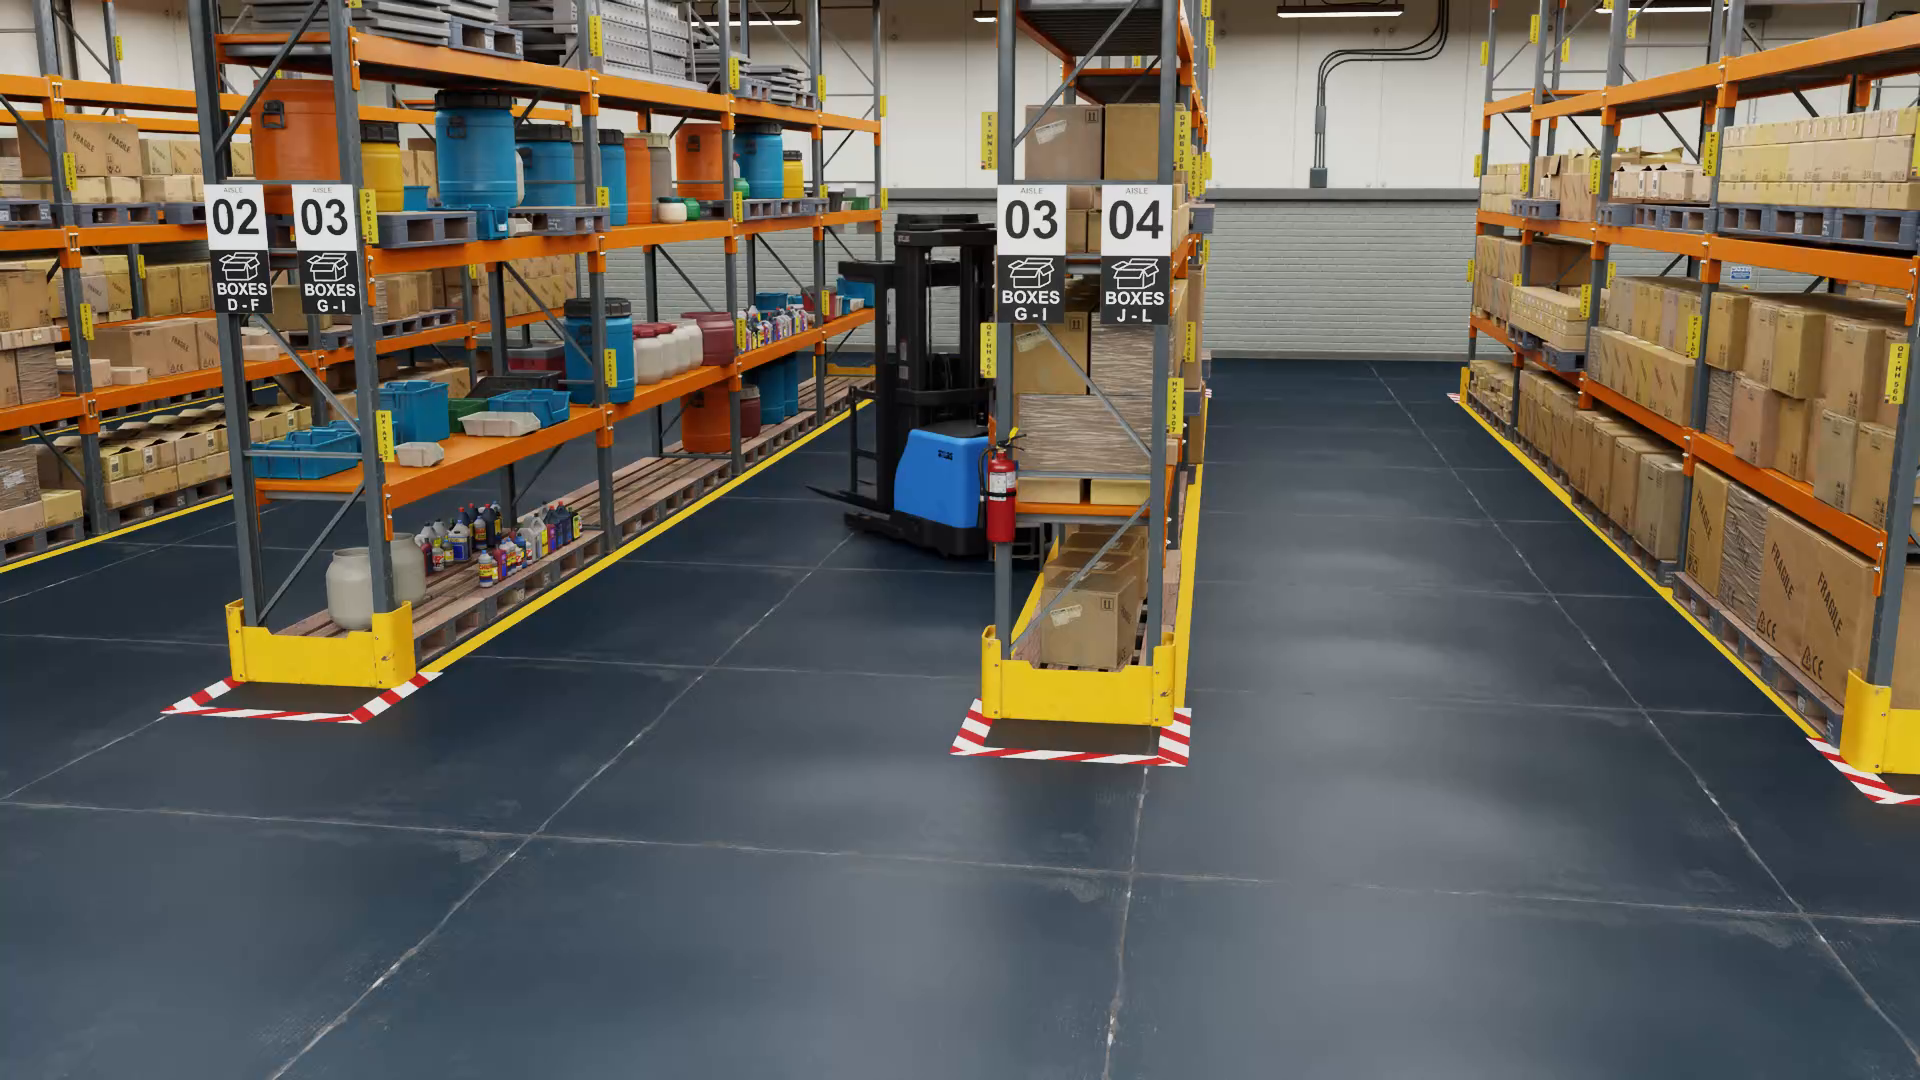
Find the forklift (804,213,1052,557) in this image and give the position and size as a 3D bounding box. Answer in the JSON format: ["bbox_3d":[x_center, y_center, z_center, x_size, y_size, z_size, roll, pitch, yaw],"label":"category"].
[{"bbox_3d":[-0.435,-1.546,15.468,1.130,2.935,3.031,-8,15,-34],"label":"forklift"}]

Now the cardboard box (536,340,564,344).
[{"bbox_3d":[-6.450,-2.902,26.486,0.500,0.500,0.500,2,12,9],"label":"cardboard box"}]

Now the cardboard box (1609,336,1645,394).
[{"bbox_3d":[6.343,-1.615,15.386,0.500,0.500,0.500,2,12,9],"label":"cardboard box"}]

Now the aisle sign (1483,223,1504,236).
[{"bbox_3d":[7.778,-4.823,24.337,0.394,0.787,0.004,2,12,9],"label":"aisle sign"}]

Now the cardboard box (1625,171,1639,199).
[{"bbox_3d":[6.427,-3.261,15.263,0.500,0.250,0.500,2,12,10],"label":"cardboard box"}]

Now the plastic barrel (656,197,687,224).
[{"bbox_3d":[-2.912,-3.330,16.791,0.301,0.262,0.301,0,12,0],"label":"plastic barrel"}]

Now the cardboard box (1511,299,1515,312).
[{"bbox_3d":[6.933,-2.855,20.271,0.380,0.149,0.250,2,12,10],"label":"cardboard box"}]

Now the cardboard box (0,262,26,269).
[{"bbox_3d":[-12.256,-3.398,21.125,0.500,0.250,0.500,2,12,9],"label":"cardboard box"}]

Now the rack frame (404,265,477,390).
[{"bbox_3d":[-7.225,-3.198,22.968,1.000,3.000,0.127,2,12,9],"label":"rack frame"}]

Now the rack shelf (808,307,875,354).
[{"bbox_3d":[-2.024,-3.101,24.227,1.077,0.370,4.000,2,12,9],"label":"rack shelf"}]

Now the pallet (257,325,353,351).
[{"bbox_3d":[-7.806,-2.415,19.790,1.213,0.211,1.003,2,12,9],"label":"pallet"}]

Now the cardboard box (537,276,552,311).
[{"bbox_3d":[-6.569,-3.765,25.365,0.500,0.500,0.500,2,12,9],"label":"cardboard box"}]

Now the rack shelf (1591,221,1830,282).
[{"bbox_3d":[6.525,-2.560,14.596,1.077,0.370,4.000,2,12,9],"label":"rack shelf"}]

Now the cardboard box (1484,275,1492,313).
[{"bbox_3d":[7.576,-3.423,23.069,0.500,0.500,0.500,2,12,9],"label":"cardboard box"}]

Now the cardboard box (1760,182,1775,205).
[{"bbox_3d":[5.671,-2.350,11.276,0.380,0.149,0.250,2,12,8],"label":"cardboard box"}]

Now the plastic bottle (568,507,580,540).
[{"bbox_3d":[-3.310,-0.147,14.218,0.061,0.283,0.133,3,12,11],"label":"plastic bottle"}]

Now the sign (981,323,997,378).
[{"bbox_3d":[0.172,-1.121,9.831,0.100,0.325,0.005,2,12,9],"label":"sign"}]

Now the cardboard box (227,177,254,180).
[{"bbox_3d":[-7.918,-3.757,17.804,0.500,0.250,0.500,2,12,10],"label":"cardboard box"}]

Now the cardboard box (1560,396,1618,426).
[{"bbox_3d":[6.679,-1.362,17.608,0.500,0.250,0.500,2,12,7],"label":"cardboard box"}]

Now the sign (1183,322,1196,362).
[{"bbox_3d":[1.869,-1.618,13.582,0.100,0.325,0.005,2,12,9],"label":"sign"}]

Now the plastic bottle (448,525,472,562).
[{"bbox_3d":[-4.040,0.027,13.424,0.152,0.276,0.135,2,12,9],"label":"plastic bottle"}]

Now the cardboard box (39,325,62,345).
[{"bbox_3d":[-8.286,-1.835,14.867,0.380,0.149,0.250,2,12,9],"label":"cardboard box"}]

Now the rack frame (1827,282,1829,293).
[{"bbox_3d":[12.970,-3.388,23.849,1.000,3.000,0.127,2,12,9],"label":"rack frame"}]

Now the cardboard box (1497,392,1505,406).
[{"bbox_3d":[7.235,-1.840,21.733,0.380,0.149,0.250,1,12,7],"label":"cardboard box"}]

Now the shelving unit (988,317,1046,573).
[{"bbox_3d":[0.476,-0.797,13.966,0.431,2.100,0.503,-1,12,-6],"label":"shelving unit"}]

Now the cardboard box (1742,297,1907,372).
[{"bbox_3d":[6.157,-1.436,11.875,0.875,0.550,0.550,2,12,9],"label":"cardboard box"}]

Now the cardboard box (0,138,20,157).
[{"bbox_3d":[-12.456,-5.160,21.891,0.500,0.250,0.500,1,12,7],"label":"cardboard box"}]

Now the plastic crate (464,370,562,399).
[{"bbox_3d":[-3.768,-1.236,14.012,0.767,0.338,0.504,2,12,9],"label":"plastic crate"}]

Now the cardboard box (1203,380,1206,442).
[{"bbox_3d":[2.219,-1.538,19.314,1.225,0.875,0.875,2,12,9],"label":"cardboard box"}]

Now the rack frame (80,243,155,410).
[{"bbox_3d":[-12.121,-3.357,23.709,1.000,3.000,0.127,2,12,9],"label":"rack frame"}]

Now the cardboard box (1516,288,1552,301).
[{"bbox_3d":[6.896,-2.942,19.969,0.380,0.149,0.250,2,12,10],"label":"cardboard box"}]

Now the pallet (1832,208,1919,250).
[{"bbox_3d":[5.706,-1.774,9.452,1.003,0.211,1.213,2,12,9],"label":"pallet"}]

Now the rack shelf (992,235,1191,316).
[{"bbox_3d":[1.024,-1.909,11.575,1.077,0.370,4.000,2,12,9],"label":"rack shelf"}]

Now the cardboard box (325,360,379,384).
[{"bbox_3d":[-7.771,-2.152,21.225,0.500,0.250,0.500,2,12,8],"label":"cardboard box"}]

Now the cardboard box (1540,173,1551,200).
[{"bbox_3d":[7.105,-4.146,19.462,0.500,0.311,0.500,2,12,8],"label":"cardboard box"}]

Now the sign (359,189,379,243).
[{"bbox_3d":[-3.634,-1.990,10.225,0.100,0.325,0.005,2,12,9],"label":"sign"}]

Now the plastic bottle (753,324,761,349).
[{"bbox_3d":[-2.388,-2.397,19.530,0.061,0.283,0.133,2,12,9],"label":"plastic bottle"}]

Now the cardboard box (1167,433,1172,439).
[{"bbox_3d":[1.344,-0.722,12.075,0.380,0.149,0.250,2,12,9],"label":"cardboard box"}]

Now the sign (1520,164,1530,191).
[{"bbox_3d":[6.911,-4.429,20.335,0.100,0.325,0.005,2,12,9],"label":"sign"}]

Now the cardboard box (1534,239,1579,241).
[{"bbox_3d":[8.011,-3.782,22.364,0.500,0.500,0.500,1,12,7],"label":"cardboard box"}]

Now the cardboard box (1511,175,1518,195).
[{"bbox_3d":[7.359,-4.544,21.264,0.500,0.250,0.500,1,12,6],"label":"cardboard box"}]

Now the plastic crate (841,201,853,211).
[{"bbox_3d":[-1.789,-4.768,23.762,0.437,0.136,0.530,2,12,9],"label":"plastic crate"}]

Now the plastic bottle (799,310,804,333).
[{"bbox_3d":[-2.063,-2.837,21.572,0.061,0.283,0.133,2,12,9],"label":"plastic bottle"}]

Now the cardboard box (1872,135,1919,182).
[{"bbox_3d":[5.401,-2.100,9.169,0.500,0.250,0.500,2,12,9],"label":"cardboard box"}]

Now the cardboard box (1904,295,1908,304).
[{"bbox_3d":[12.247,-2.816,20.959,0.500,0.500,0.500,2,12,7],"label":"cardboard box"}]

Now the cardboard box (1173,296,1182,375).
[{"bbox_3d":[1.230,-1.375,11.192,0.500,0.500,0.500,2,12,9],"label":"cardboard box"}]

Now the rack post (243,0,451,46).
[{"bbox_3d":[-3.935,-3.380,10.760,0.937,0.300,0.954,3,13,15],"label":"rack post"}]

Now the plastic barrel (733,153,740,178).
[{"bbox_3d":[-2.823,-4.316,19.716,0.433,0.535,0.433,0,12,0],"label":"plastic barrel"}]

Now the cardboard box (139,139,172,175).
[{"bbox_3d":[-11.734,-5.511,23.922,0.500,0.500,0.500,2,12,8],"label":"cardboard box"}]

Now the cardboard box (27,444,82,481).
[{"bbox_3d":[-8.677,-0.761,15.861,0.500,0.311,0.500,2,12,9],"label":"cardboard box"}]

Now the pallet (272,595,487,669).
[{"bbox_3d":[-4.082,0.638,11.787,1.003,0.211,1.213,2,12,9],"label":"pallet"}]

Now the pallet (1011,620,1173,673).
[{"bbox_3d":[0.888,0.801,11.030,1.003,0.211,1.213,2,12,9],"label":"pallet"}]

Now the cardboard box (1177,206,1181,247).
[{"bbox_3d":[1.200,-2.073,10.987,0.500,0.250,0.500,2,12,8],"label":"cardboard box"}]

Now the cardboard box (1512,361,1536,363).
[{"bbox_3d":[8.232,-2.511,24.139,0.380,0.149,0.250,2,12,9],"label":"cardboard box"}]

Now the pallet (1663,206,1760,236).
[{"bbox_3d":[6.310,-2.594,13.501,0.805,0.209,1.217,1,12,6],"label":"pallet"}]
